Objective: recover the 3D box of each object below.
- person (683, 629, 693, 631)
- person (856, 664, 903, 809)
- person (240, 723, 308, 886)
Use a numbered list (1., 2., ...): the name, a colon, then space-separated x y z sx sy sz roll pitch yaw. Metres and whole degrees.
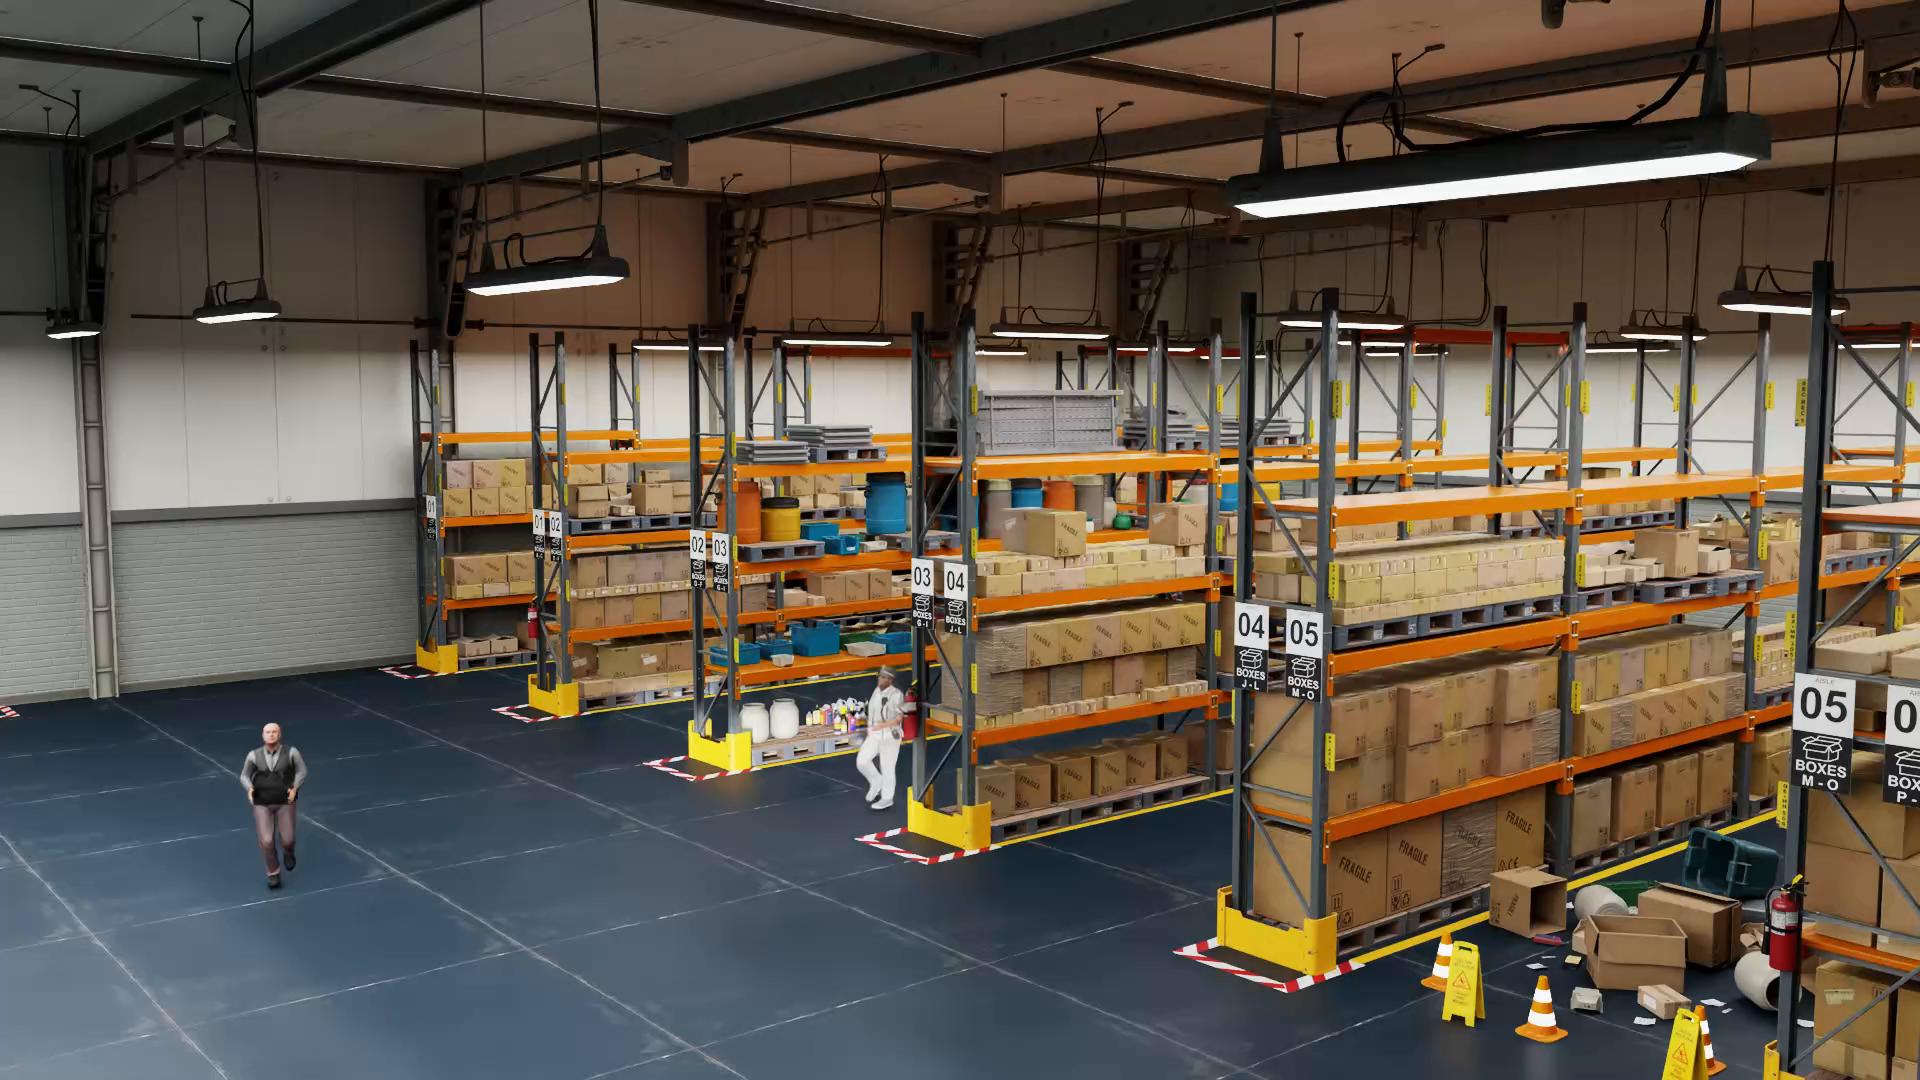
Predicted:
1. person: -4.801 1.585 29.877 0.493 1.700 0.799 4 7 39
2. person: -0.949 2.394 20.247 0.578 1.781 0.653 -5 7 -44
3. person: -7.127 2.733 17.278 0.657 1.672 0.609 -2 6 -18
